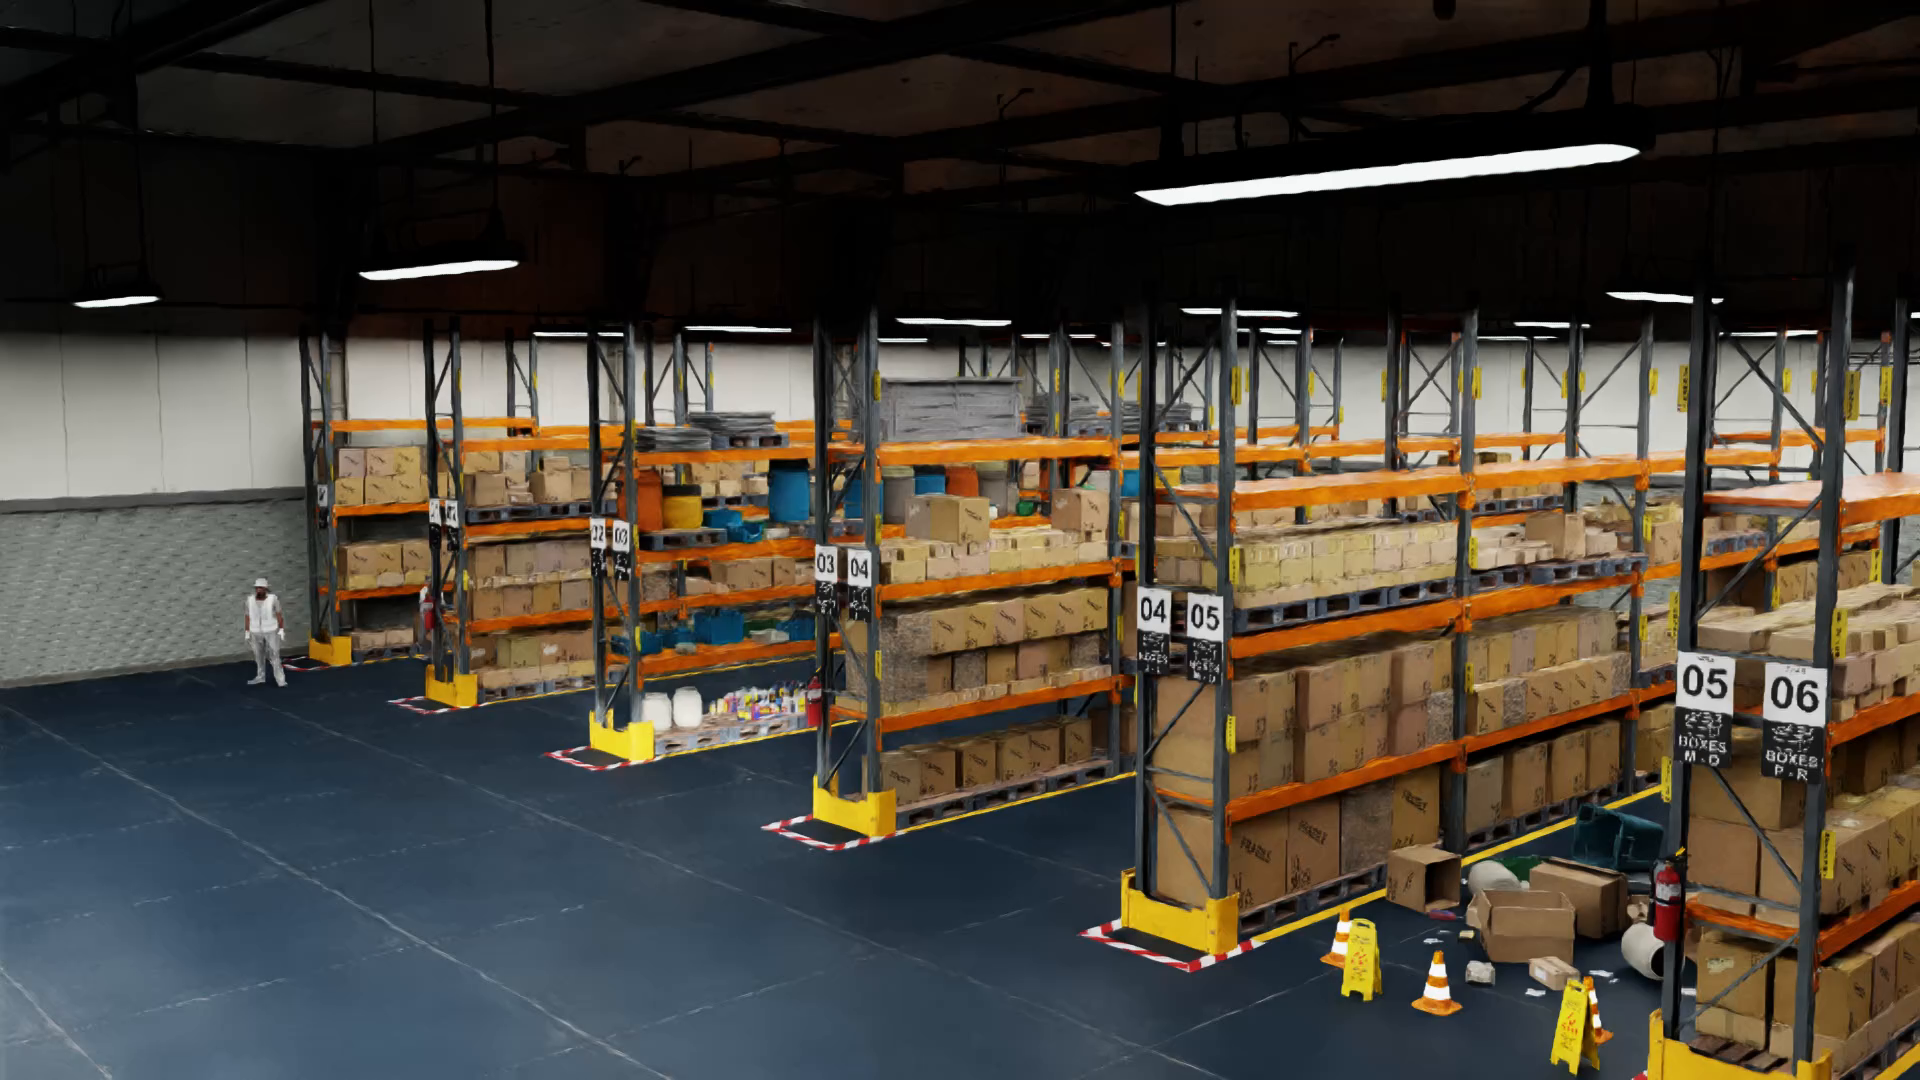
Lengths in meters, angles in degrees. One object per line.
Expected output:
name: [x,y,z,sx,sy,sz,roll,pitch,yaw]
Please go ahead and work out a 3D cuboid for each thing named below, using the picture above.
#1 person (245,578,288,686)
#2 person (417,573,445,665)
person: [-11.412,1.506,27.356,0.726,1.778,0.540,-1,6,-7]
person: [-9.289,1.386,29.257,0.526,1.669,0.524,1,6,10]
